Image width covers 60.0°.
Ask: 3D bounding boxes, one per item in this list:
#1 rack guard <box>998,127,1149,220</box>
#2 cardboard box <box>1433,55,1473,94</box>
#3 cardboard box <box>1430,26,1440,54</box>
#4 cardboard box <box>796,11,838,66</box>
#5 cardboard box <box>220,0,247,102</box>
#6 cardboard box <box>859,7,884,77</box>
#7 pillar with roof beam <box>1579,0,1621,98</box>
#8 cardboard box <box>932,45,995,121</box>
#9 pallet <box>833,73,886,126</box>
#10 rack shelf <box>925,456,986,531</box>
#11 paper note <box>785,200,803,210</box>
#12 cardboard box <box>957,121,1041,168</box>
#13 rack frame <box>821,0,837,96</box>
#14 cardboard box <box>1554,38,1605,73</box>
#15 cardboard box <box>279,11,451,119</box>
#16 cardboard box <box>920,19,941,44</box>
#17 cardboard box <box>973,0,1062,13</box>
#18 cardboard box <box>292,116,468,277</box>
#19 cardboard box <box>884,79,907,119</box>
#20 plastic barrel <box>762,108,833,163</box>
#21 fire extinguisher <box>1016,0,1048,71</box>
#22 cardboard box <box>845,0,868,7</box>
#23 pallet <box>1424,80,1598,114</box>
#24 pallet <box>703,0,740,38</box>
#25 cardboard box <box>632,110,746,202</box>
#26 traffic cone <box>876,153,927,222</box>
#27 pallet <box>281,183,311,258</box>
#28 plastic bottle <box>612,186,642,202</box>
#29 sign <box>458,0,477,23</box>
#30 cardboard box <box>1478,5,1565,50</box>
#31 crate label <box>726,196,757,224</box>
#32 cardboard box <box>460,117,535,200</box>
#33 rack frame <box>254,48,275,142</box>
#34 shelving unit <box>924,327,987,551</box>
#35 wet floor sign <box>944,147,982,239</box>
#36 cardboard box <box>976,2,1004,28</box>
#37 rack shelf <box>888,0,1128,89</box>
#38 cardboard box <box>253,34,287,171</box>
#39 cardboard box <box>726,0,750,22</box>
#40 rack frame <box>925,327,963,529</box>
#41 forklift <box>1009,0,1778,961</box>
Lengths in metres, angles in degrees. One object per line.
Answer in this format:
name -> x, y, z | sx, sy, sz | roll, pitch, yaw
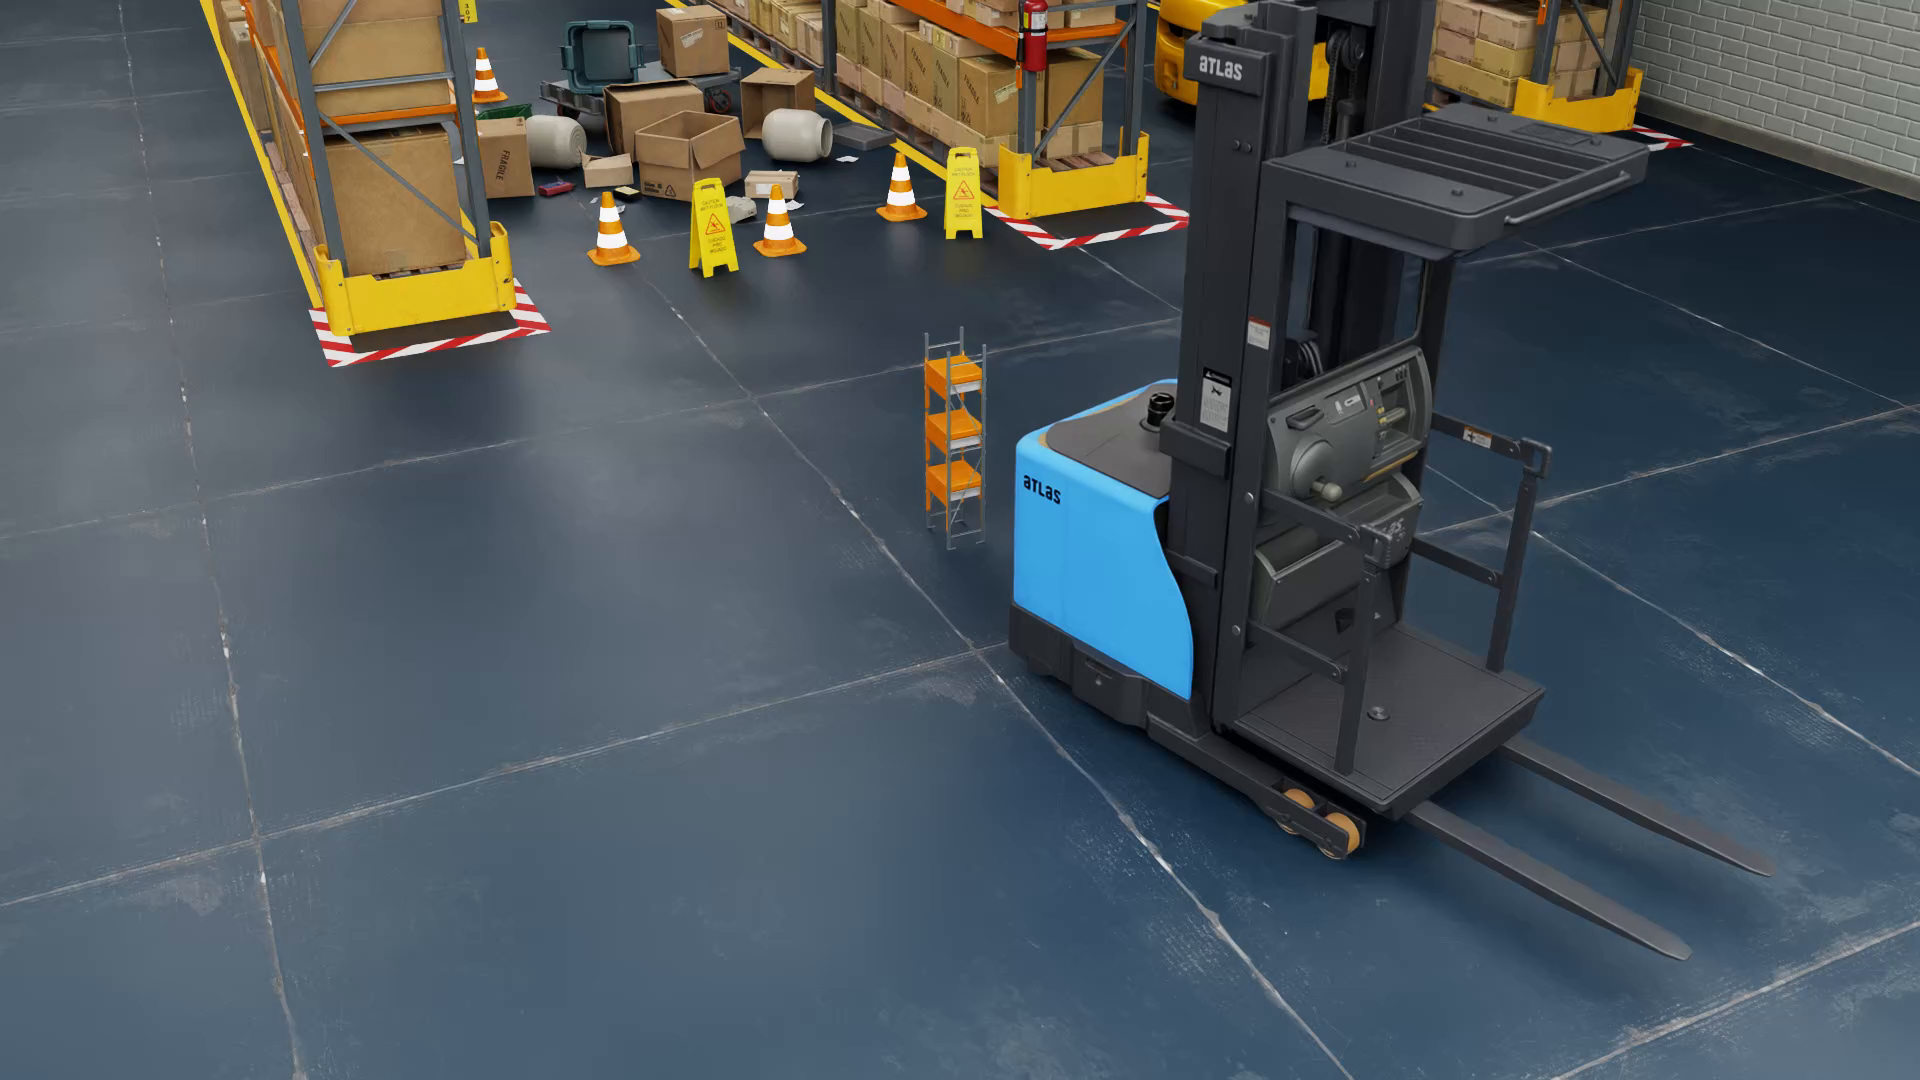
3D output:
rack guard -> 0.873, -2.826, 12.778 | 1.175, 0.500, 0.348 | -13, 32, -22
cardboard box -> 4.695, -4.273, 15.186 | 0.500, 0.250, 0.500 | -13, 32, -22
cardboard box -> 4.449, -4.725, 15.481 | 0.500, 0.250, 0.500 | -14, 32, -23
cardboard box -> -1.039, -4.918, 16.210 | 0.950, 0.372, 0.625 | -13, 32, -21
cardboard box -> -5.997, -4.450, 14.989 | 1.050, 0.750, 0.750 | -13, 32, -22
cardboard box -> -0.562, -4.409, 14.661 | 0.500, 0.500, 0.500 | -12, 31, -20
pillar with roof beam -> 2.014, -7.136, 11.775 | 9.100, 9.000, 0.400 | -13, 32, -22
cardboard box -> 0.099, -3.723, 13.437 | 0.500, 0.500, 0.500 | -12, 31, -20
pallet -> -0.491, -4.144, 15.424 | 1.003, 0.211, 1.213 | -13, 32, -22
rack shelf -> -0.023, -0.230, 8.176 | 0.215, 0.259, 0.240 | -13, 32, -22
paper note -> -1.298, -2.587, 12.833 | 0.142, 0.019, 0.148 | 26, 38, 38
cardboard box -> 0.305, -3.178, 13.232 | 0.500, 0.250, 0.500 | -13, 32, -22
rack frame -> -0.812, -5.650, 15.258 | 1.000, 3.000, 0.127 | -13, 32, -22
cardboard box -> 5.373, -4.380, 14.864 | 0.500, 0.250, 0.500 | -12, 32, -21
cardboard box -> -3.722, -3.018, 10.413 | 0.875, 0.550, 0.550 | -13, 32, -22
cardboard box -> -0.109, -4.152, 13.540 | 0.380, 0.149, 0.250 | -12, 31, -20
cardboard box -> 0.424, -4.238, 12.334 | 0.500, 0.500, 0.500 | -14, 32, -23
cardboard box -> -3.873, -2.341, 11.100 | 0.875, 0.875, 0.875 | -13, 32, -22
cardboard box -> -0.333, -3.849, 14.429 | 0.500, 0.250, 0.500 | -14, 32, -23
plastic barrel -> -1.349, -3.353, 13.797 | 0.512, 0.421, 0.421 | 7, 30, 13
fire extinguisher -> 0.539, -3.702, 11.863 | 0.296, 0.674, 0.183 | -13, 32, -22
cardboard box -> -0.803, -4.858, 14.799 | 0.380, 0.149, 0.250 | -13, 32, -21
pallet -> 5.021, -4.039, 15.237 | 1.003, 0.211, 1.213 | -13, 32, -22
pallet -> -2.195, -5.855, 18.475 | 1.003, 0.211, 1.213 | -13, 32, -22
cardboard box -> -2.135, -3.038, 13.153 | 0.637, 0.503, 0.797 | 13, 32, 21
traffic cone -> -0.444, -2.695, 12.583 | 0.336, 0.463, 0.334 | -13, 32, -22
pallet -> -4.455, -2.457, 12.416 | 1.003, 0.211, 1.213 | -13, 32, -22
plastic bottle -> -2.628, -2.718, 13.035 | 0.283, 0.061, 0.133 | 26, 38, 38
sign -> -3.018, -3.325, 10.146 | 0.100, 0.325, 0.005 | -13, 32, -22
cardboard box -> 4.908, -4.484, 14.540 | 0.500, 0.250, 0.500 | -12, 31, -20
crate label -> -1.694, -2.504, 12.576 | 0.298, 0.136, 0.250 | 19, 34, 30
cardboard box -> -3.646, -3.006, 13.097 | 0.500, 0.500, 0.500 | -8, 30, -13
rack frame -> -5.239, -4.566, 13.325 | 1.000, 3.000, 0.127 | -13, 32, -22
shelving unit -> -0.023, -0.482, 8.035 | 0.215, 1.050, 0.252 | -13, 32, -22
wet floor sign -> 0.021, -2.547, 12.133 | 0.267, 0.644, 0.232 | -3, 29, -5
cardboard box -> 0.343, -3.982, 12.541 | 0.380, 0.149, 0.250 | -13, 32, -23
rack shelf -> 0.047, -4.452, 13.859 | 1.077, 0.370, 4.000 | -13, 32, -22
cardboard box -> -5.032, -3.529, 13.220 | 0.875, 0.875, 0.875 | -13, 32, -21
cardboard box -> -1.971, -5.878, 17.922 | 0.950, 0.372, 0.625 | -14, 32, -23
rack frame -> -0.075, -0.535, 8.131 | 0.200, 1.050, 0.008 | -13, 32, -22
forklift -> 1.574, -0.383, 5.936 | 1.130, 2.935, 3.031 | -24, 37, -36
